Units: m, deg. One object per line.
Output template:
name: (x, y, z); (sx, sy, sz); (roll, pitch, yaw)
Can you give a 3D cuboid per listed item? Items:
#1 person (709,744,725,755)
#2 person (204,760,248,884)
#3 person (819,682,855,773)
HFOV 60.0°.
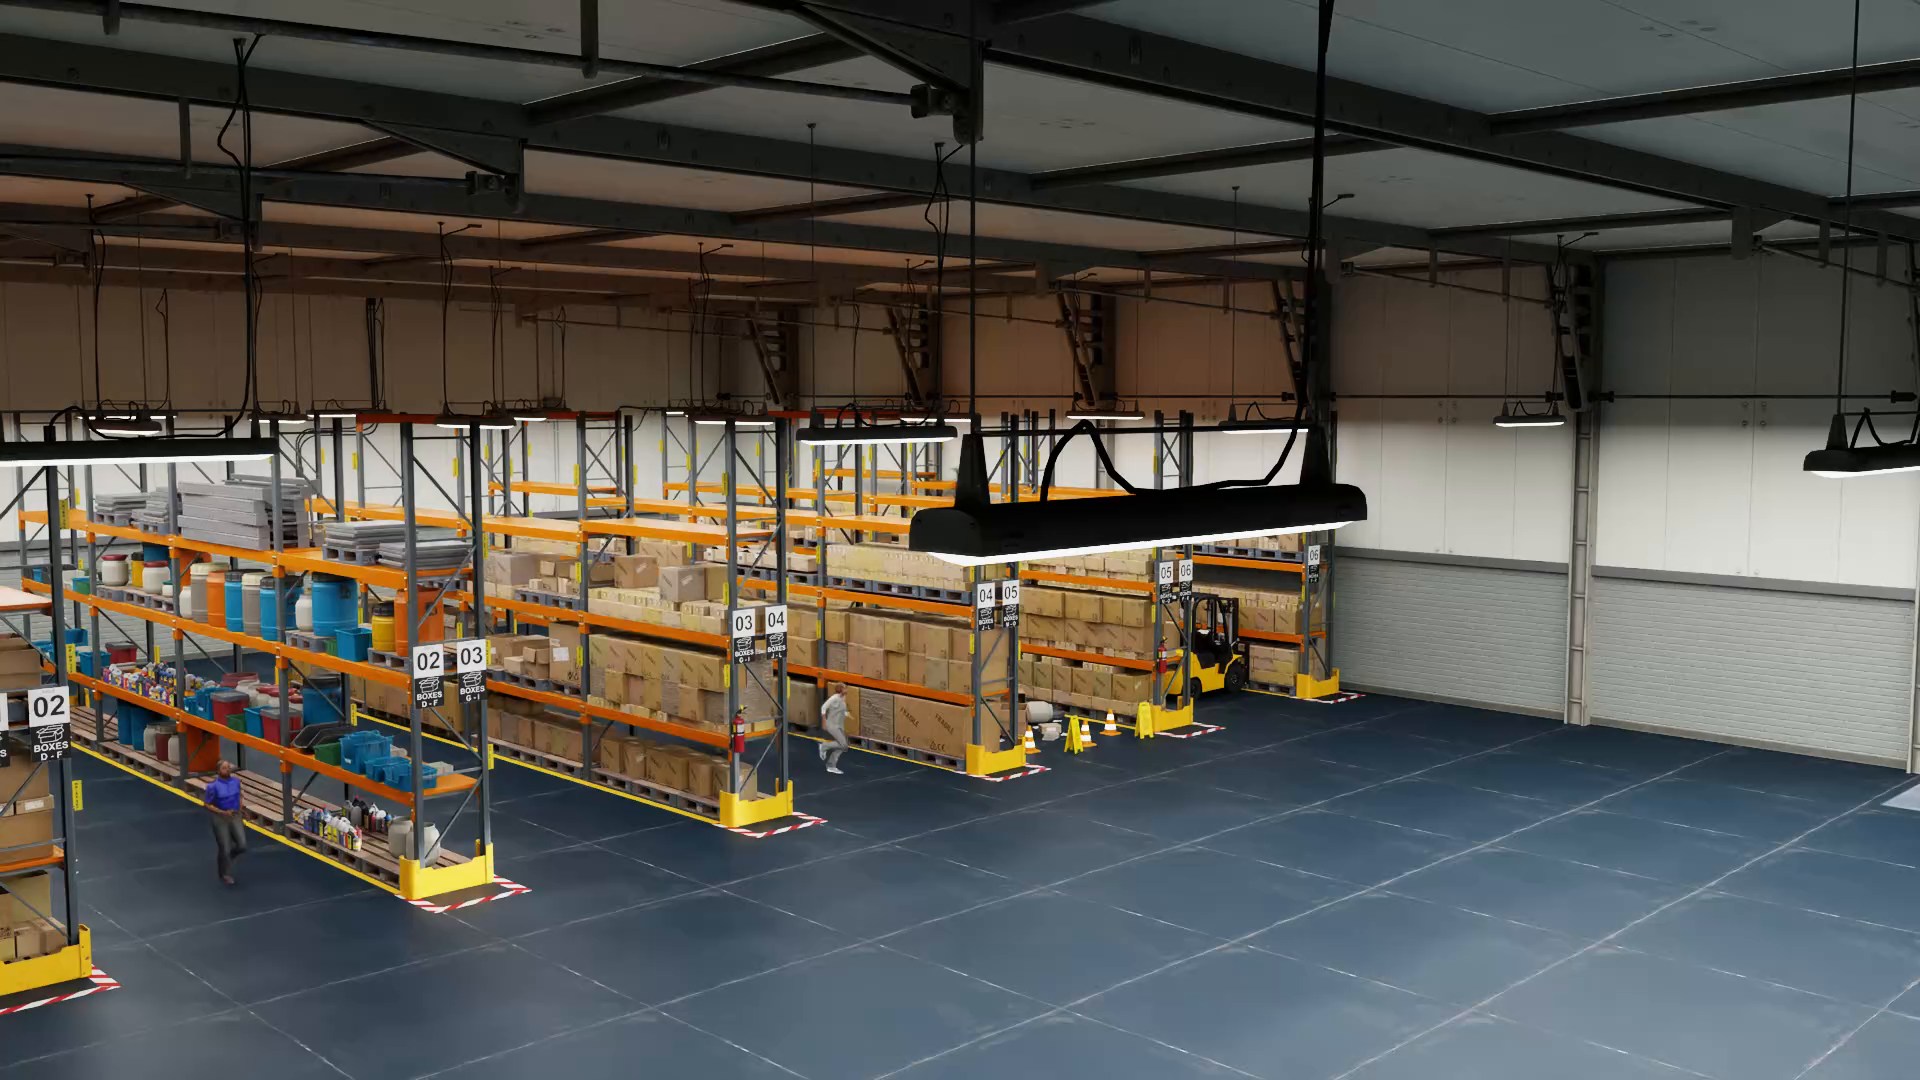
person: (-4.174, 2.905, 29.404); (0.735, 1.784, 0.678); (3, 6, 34)
person: (-9.491, 3.656, 21.597); (0.529, 1.617, 0.569); (4, 6, 38)
person: (-2.070, 3.153, 27.927); (0.631, 1.550, 0.573); (2, 5, 21)
